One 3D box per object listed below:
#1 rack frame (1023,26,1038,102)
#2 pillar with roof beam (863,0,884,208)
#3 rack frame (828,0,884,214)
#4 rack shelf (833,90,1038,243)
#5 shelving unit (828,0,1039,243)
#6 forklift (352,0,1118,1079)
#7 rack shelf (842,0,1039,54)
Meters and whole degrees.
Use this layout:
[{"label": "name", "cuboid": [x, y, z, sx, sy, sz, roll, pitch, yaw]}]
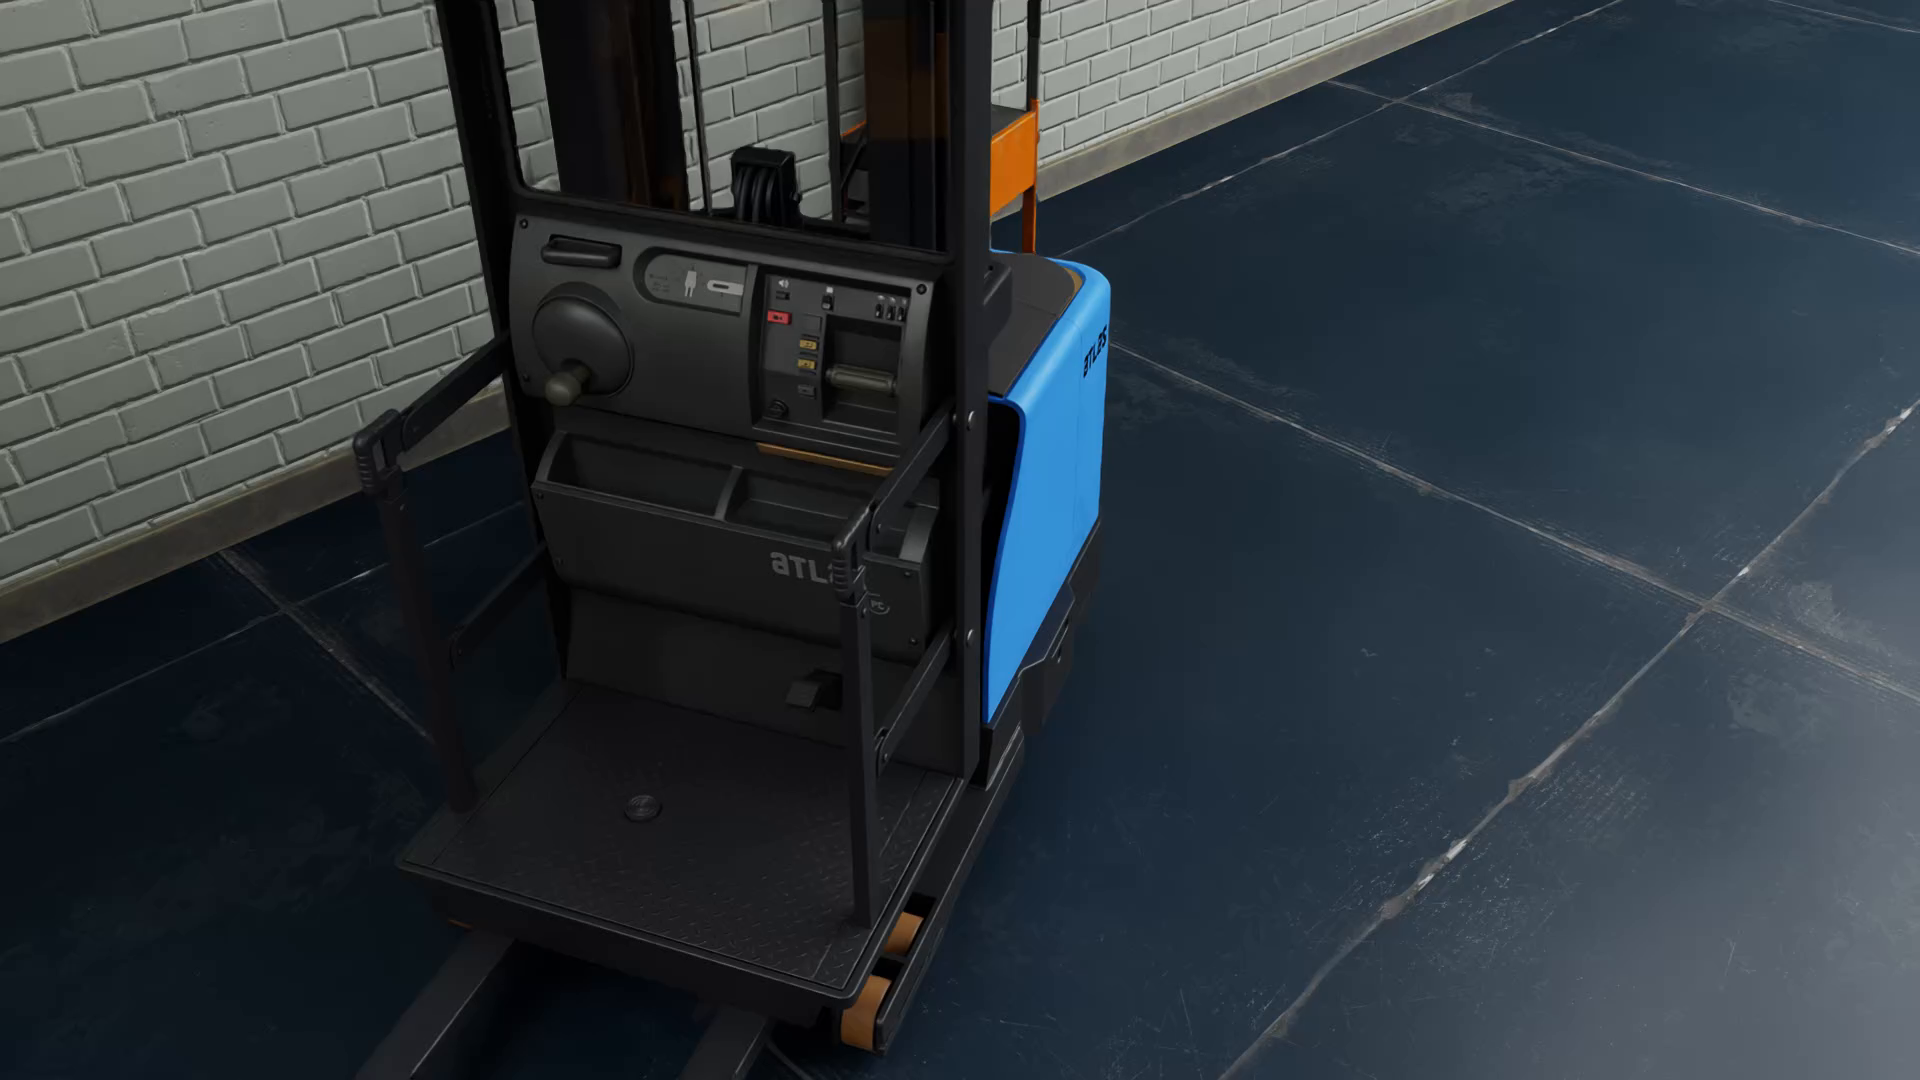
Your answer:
[{"label": "rack frame", "cuboid": [0.040, -1.171, 5.093, 0.400, 2.100, 0.015, 15, 38, 21]}, {"label": "pillar with roof beam", "cuboid": [2.936, -3.092, 1.818, 9.100, 9.000, 0.400, 30, 45, 35]}, {"label": "rack frame", "cuboid": [-0.171, -0.919, 4.732, 0.400, 2.100, 0.015, 15, 38, 21]}, {"label": "rack shelf", "cuboid": [-0.065, -1.034, 4.920, 0.431, 0.518, 0.480, 15, 38, 21]}, {"label": "shelving unit", "cuboid": [-0.065, -1.045, 4.913, 0.431, 2.100, 0.503, 15, 38, 21]}, {"label": "forklift", "cuboid": [-0.544, -0.390, 3.246, 1.130, 2.935, 3.031, 12, 37, 16]}, {"label": "rack shelf", "cuboid": [-0.065, -1.608, 4.520, 0.431, 0.518, 0.480, 15, 38, 21]}]
